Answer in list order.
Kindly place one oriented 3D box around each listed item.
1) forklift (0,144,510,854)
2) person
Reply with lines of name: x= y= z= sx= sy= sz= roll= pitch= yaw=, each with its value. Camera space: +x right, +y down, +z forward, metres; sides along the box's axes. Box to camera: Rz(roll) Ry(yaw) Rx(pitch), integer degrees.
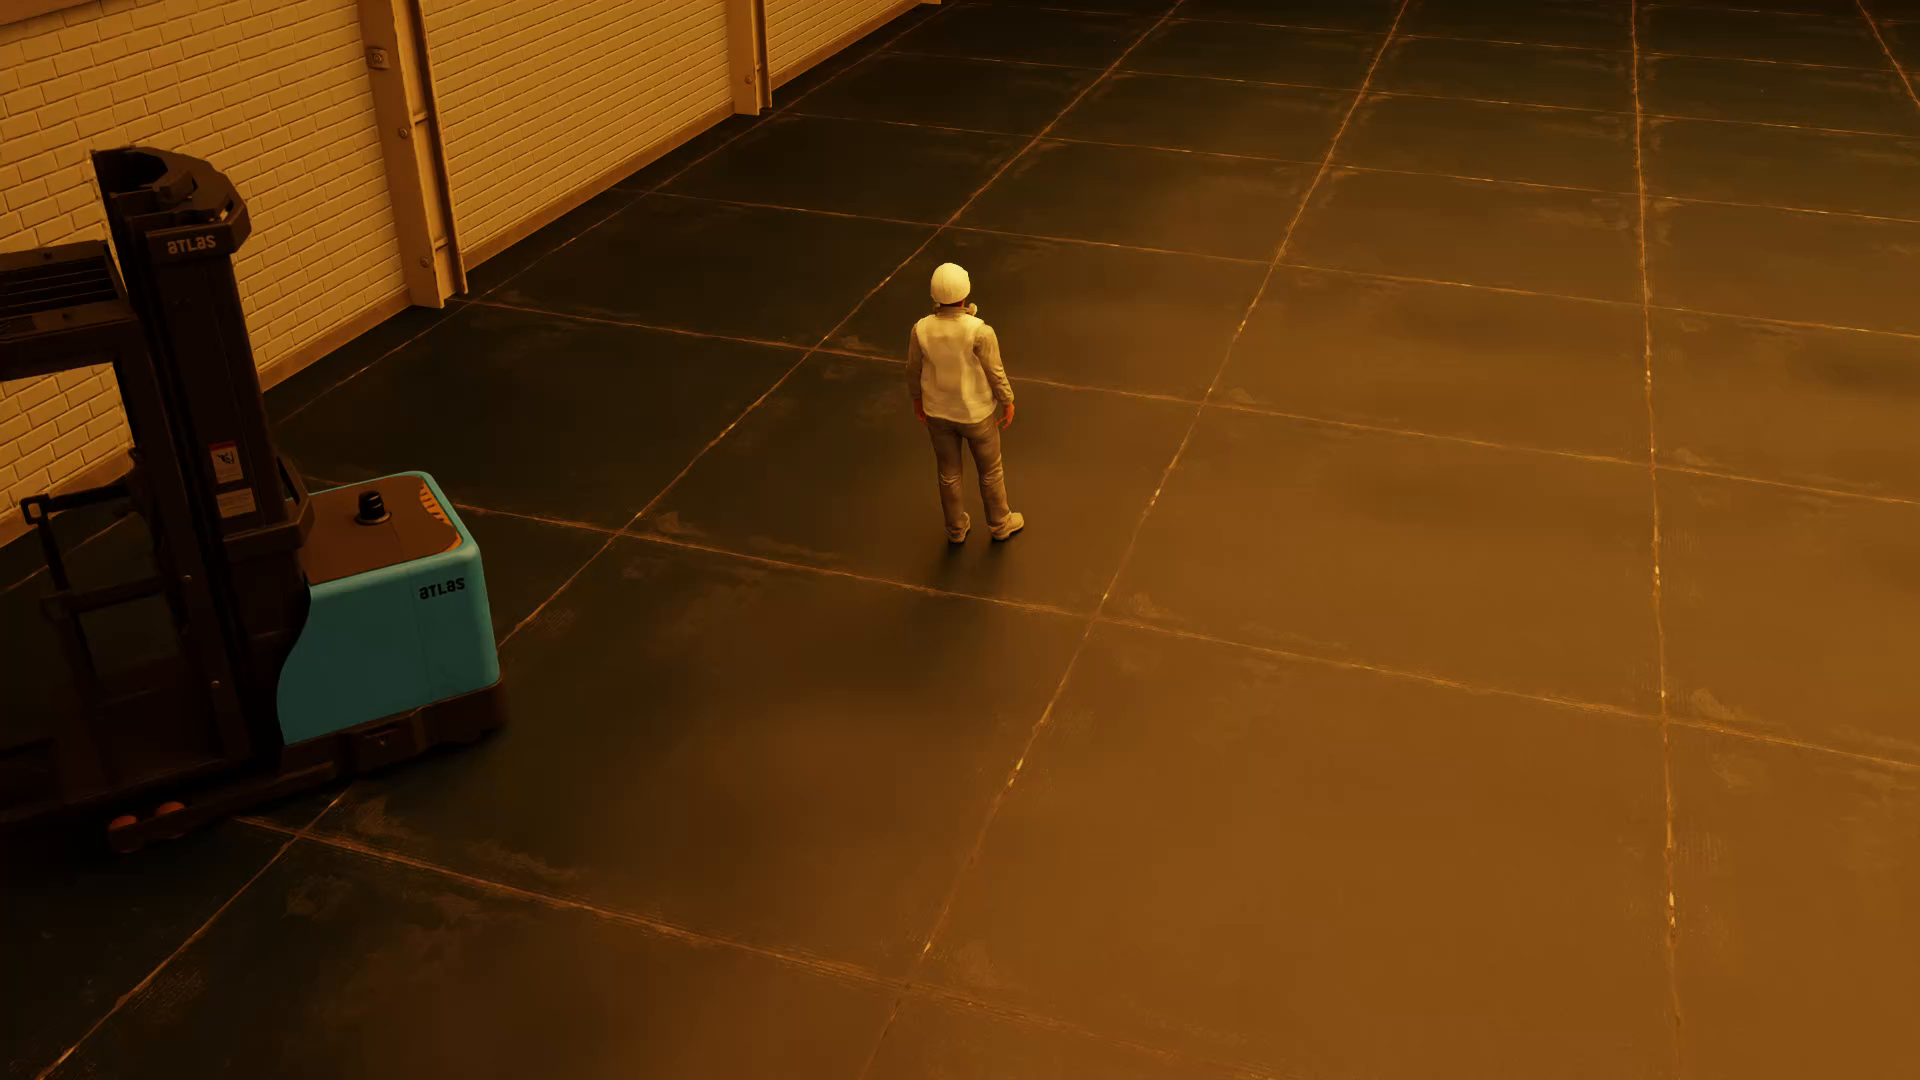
forklift: x=-3.807 y=-0.145 z=7.391 sx=3.031 sy=2.935 sz=1.130 roll=-16 pitch=33 yaw=-26
person: x=0.027 y=-0.805 z=9.703 sx=0.634 sy=1.775 sz=0.566 roll=10 pitch=31 yaw=16
